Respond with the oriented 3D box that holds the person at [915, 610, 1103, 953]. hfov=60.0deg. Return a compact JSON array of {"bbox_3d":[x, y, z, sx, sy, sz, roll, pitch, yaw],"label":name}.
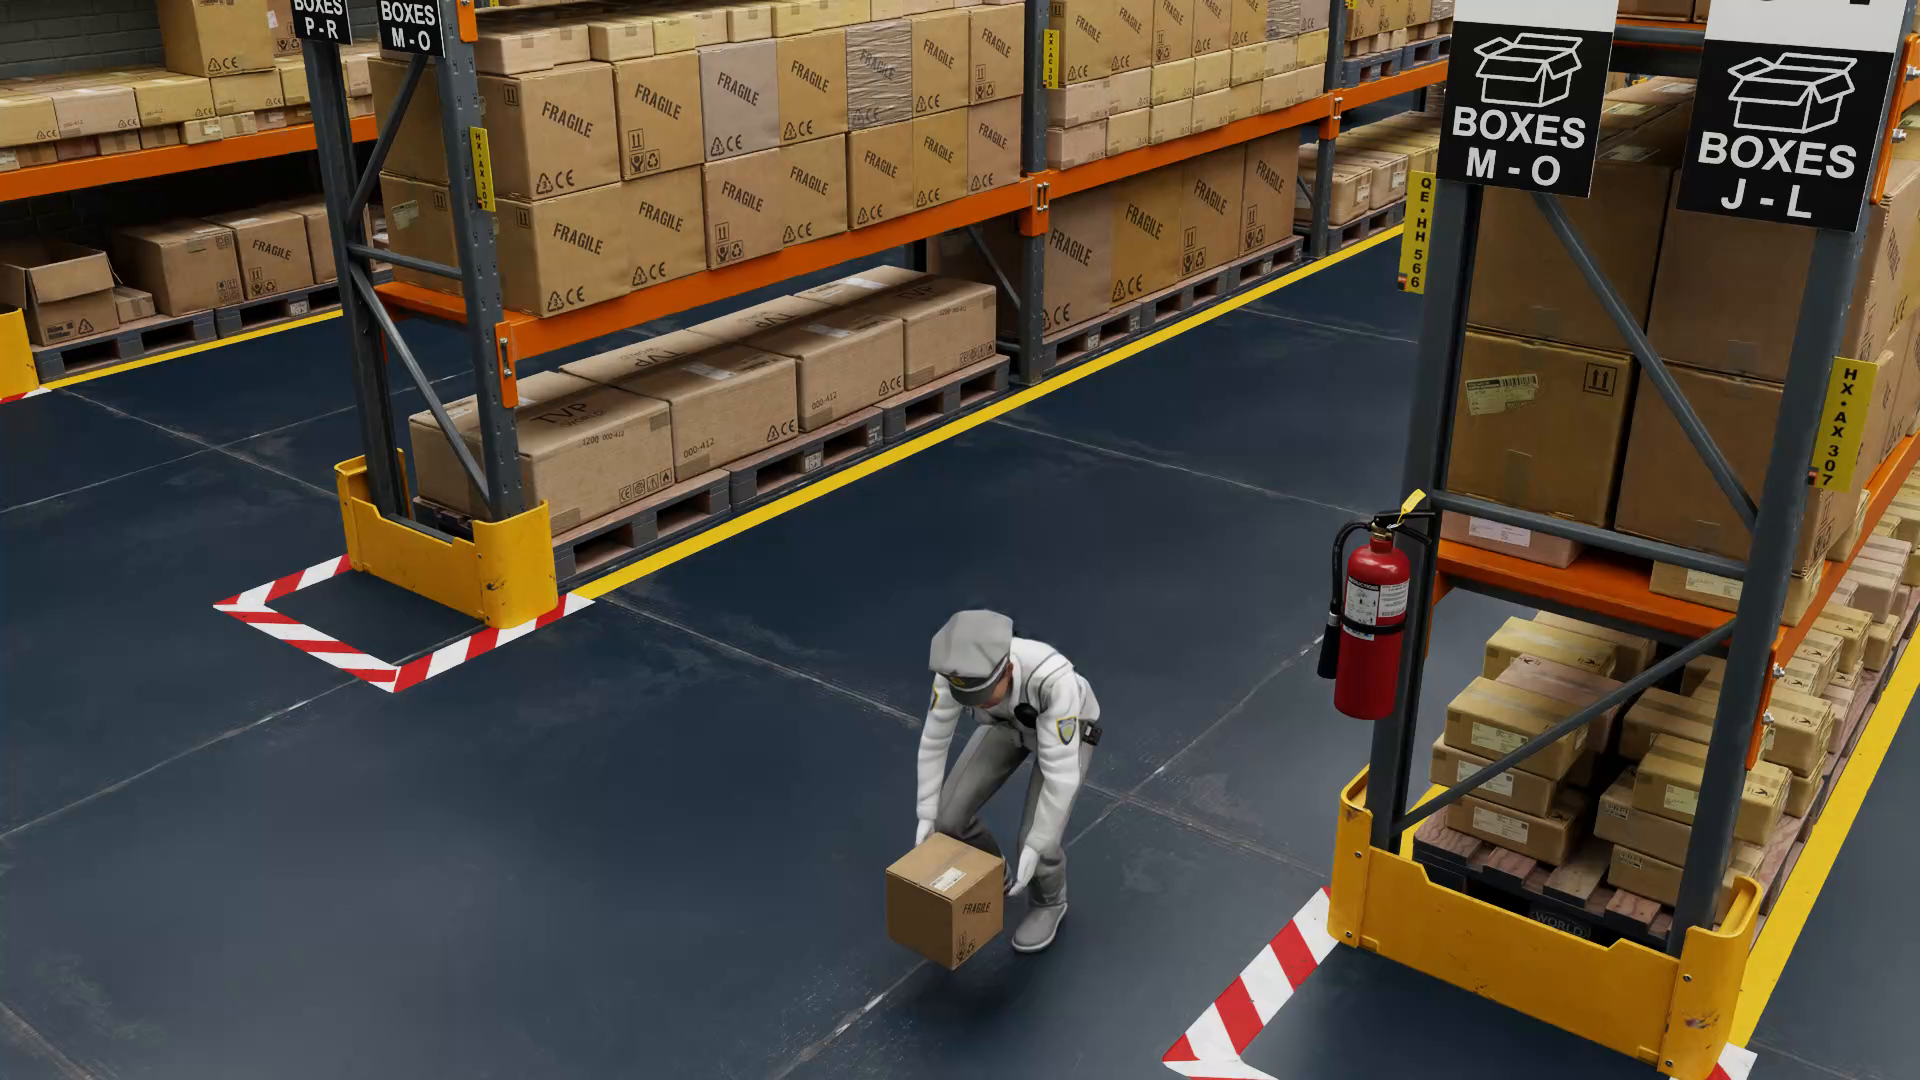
[{"bbox_3d":[0.168,0.695,5.084,0.527,1.213,0.780,14,27,28],"label":"person"}]
